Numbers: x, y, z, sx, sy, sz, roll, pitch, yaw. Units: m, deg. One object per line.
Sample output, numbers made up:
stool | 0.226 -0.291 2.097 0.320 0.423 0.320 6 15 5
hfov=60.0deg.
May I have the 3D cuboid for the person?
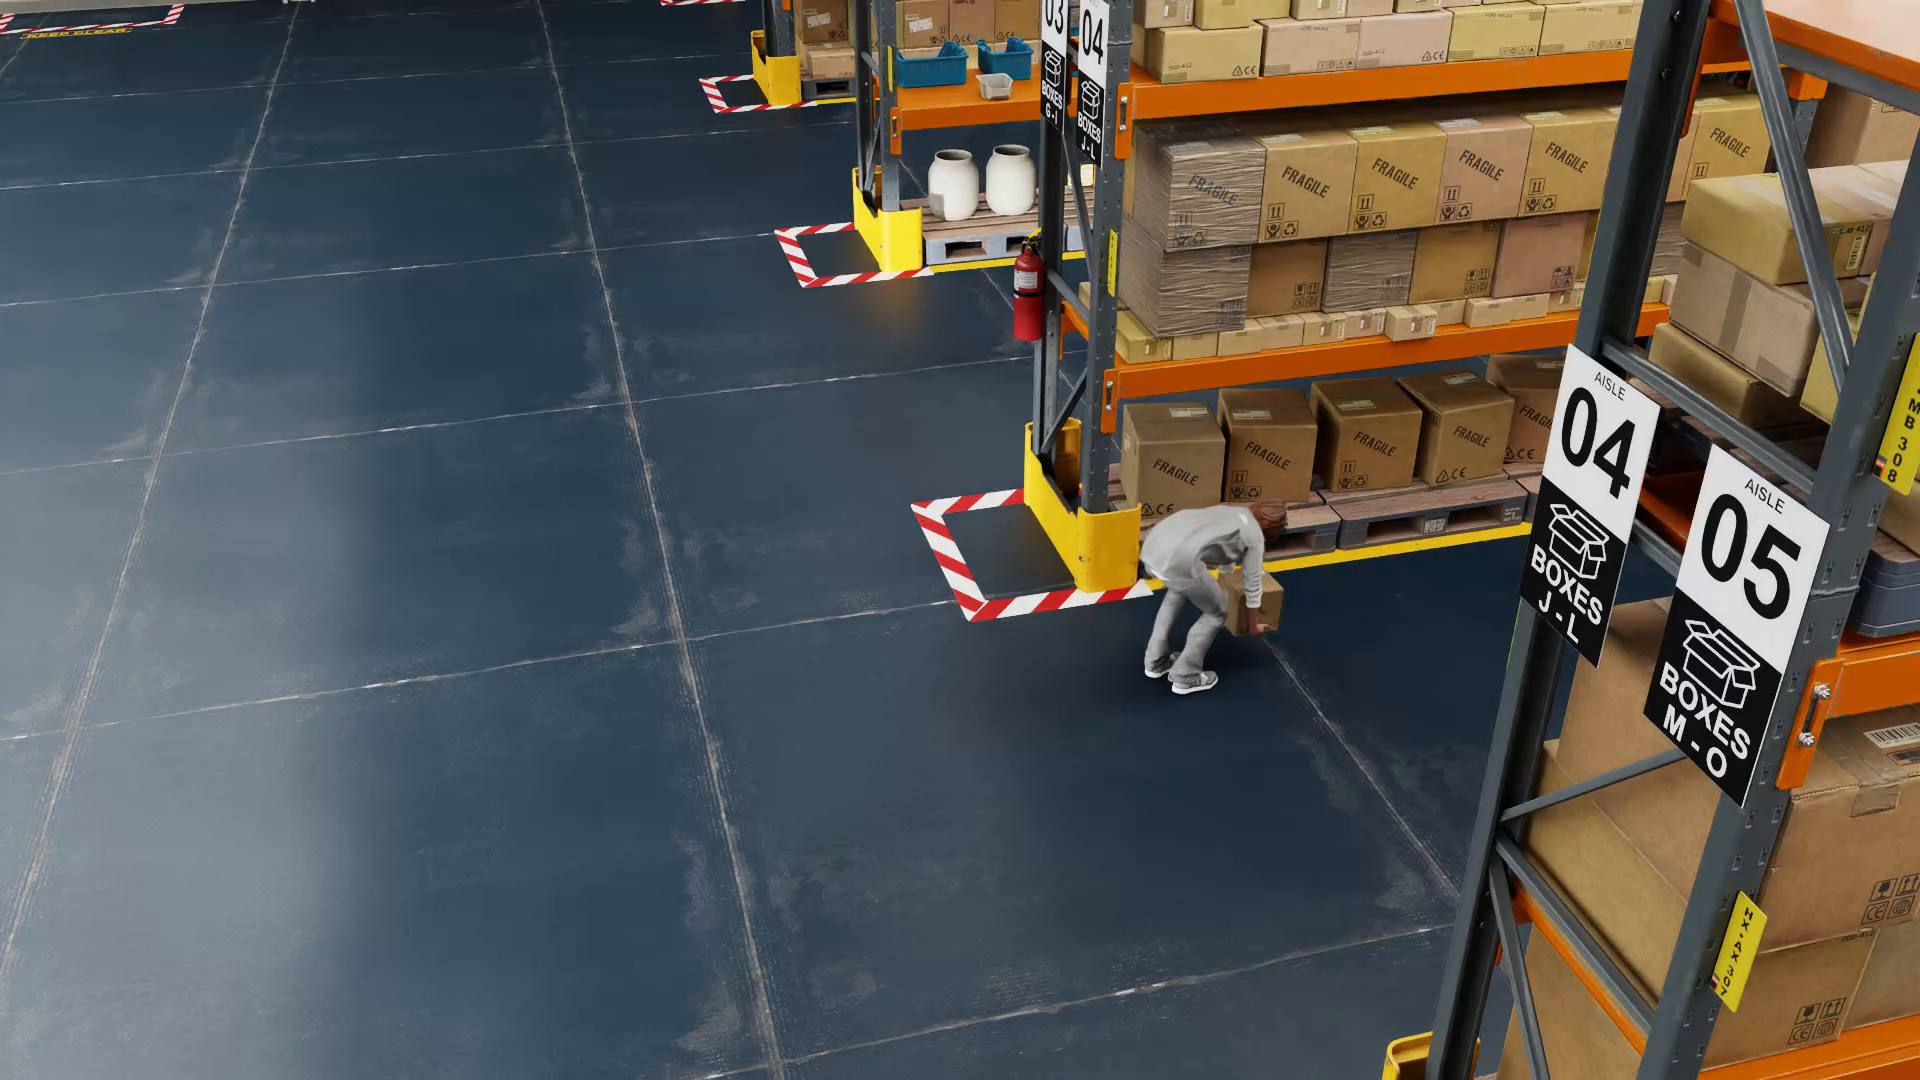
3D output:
person | 1.279 0.252 8.419 0.871 0.979 0.398 -19 36 -29
